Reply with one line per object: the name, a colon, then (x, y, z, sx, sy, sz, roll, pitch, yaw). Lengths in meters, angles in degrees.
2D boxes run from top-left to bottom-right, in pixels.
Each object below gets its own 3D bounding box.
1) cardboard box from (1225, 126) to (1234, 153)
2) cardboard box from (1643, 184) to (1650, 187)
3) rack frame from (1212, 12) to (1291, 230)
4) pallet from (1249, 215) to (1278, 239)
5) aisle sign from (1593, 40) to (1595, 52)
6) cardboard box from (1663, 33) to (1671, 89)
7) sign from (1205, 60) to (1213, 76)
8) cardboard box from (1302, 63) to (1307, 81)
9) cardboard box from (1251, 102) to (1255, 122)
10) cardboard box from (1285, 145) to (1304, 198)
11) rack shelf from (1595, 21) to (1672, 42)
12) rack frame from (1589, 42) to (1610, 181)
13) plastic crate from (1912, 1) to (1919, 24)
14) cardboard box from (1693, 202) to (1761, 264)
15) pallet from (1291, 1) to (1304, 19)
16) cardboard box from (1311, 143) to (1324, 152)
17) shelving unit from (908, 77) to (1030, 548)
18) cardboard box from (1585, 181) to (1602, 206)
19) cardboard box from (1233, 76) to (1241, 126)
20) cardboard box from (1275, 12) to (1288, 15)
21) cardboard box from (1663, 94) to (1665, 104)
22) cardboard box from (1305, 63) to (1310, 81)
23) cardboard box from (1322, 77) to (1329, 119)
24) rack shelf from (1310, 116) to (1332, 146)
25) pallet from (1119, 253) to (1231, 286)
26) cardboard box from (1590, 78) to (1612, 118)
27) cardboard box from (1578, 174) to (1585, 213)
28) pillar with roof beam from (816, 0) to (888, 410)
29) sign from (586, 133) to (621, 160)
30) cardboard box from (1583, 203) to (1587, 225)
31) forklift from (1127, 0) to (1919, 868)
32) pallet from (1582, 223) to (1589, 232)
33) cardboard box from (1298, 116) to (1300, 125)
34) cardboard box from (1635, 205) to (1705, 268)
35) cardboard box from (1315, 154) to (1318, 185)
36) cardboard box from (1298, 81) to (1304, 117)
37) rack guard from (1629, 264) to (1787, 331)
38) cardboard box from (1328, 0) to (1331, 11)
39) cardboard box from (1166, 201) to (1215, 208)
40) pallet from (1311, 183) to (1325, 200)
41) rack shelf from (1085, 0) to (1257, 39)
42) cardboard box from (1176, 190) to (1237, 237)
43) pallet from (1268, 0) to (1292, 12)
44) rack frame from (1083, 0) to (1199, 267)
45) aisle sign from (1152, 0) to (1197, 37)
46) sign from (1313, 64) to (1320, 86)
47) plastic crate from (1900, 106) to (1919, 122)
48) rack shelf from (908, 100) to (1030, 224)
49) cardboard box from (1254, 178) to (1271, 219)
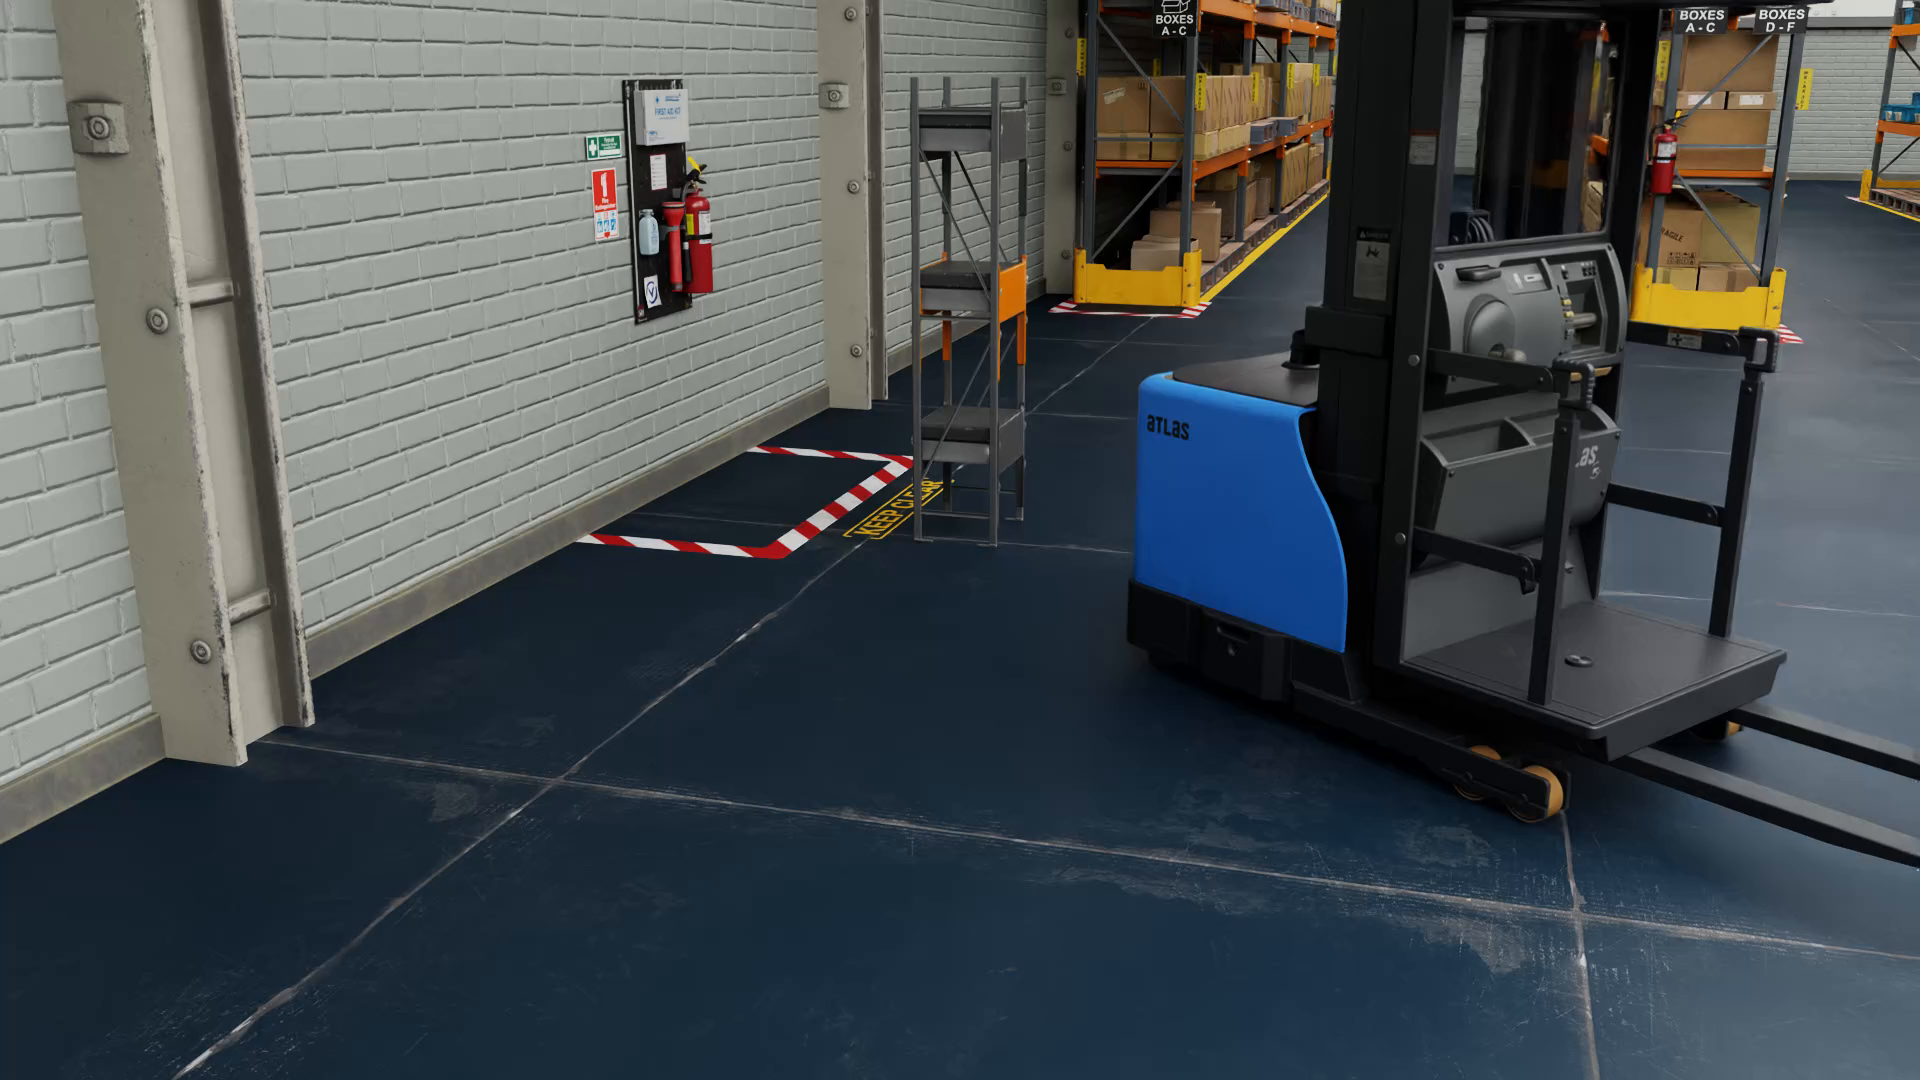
cardboard box: (2.523, -4.117, 17.087, 0.500, 0.250, 0.500, 5, 17, 16)
cardboard box: (7.105, -3.481, 17.501, 0.500, 0.500, 0.500, 5, 16, 16)
rack frame: (3.923, -5.768, 22.668, 1.000, 3.000, 0.127, 5, 16, 16)
pallet: (3.700, -4.222, 22.328, 1.003, 0.211, 1.213, 5, 16, 16)
aisle sign: (10.685, -8.769, 28.485, 0.394, 0.787, 0.004, 5, 16, 16)
cardboard box: (6.847, -4.369, 15.175, 0.700, 0.500, 0.500, 5, 16, 16)
sign: (3.390, -6.367, 22.659, 0.100, 0.325, 0.005, 5, 16, 16)
cardboard box: (4.873, -6.968, 24.758, 0.500, 0.250, 0.500, 5, 17, 17)
cardboard box: (3.129, -5.257, 19.879, 0.700, 0.500, 0.500, 6, 17, 22)
cardboard box: (4.750, -5.569, 25.138, 0.750, 0.750, 0.750, 5, 17, 18)
rack shelf: (9.242, -7.005, 22.851, 1.077, 0.370, 4.000, 5, 16, 16)
rack frame: (8.674, -5.385, 21.317, 1.000, 3.000, 0.127, 5, 16, 16)
plastic crate: (14.997, -8.128, 25.604, 0.504, 0.338, 0.767, 5, 16, 16)
cardboard box: (6.906, -2.786, 15.049, 0.500, 0.500, 0.500, 5, 16, 16)
pallet: (4.055, -7.293, 22.893, 1.213, 0.211, 1.003, 5, 17, 18)
cardboard box: (6.232, -6.934, 29.401, 0.380, 0.149, 0.250, 4, 16, 15)
shelving unit: (0.047, -1.053, 7.696, 0.431, 2.100, 0.503, 5, 16, 16)
cardboard box: (8.243, -4.420, 21.156, 0.500, 0.311, 0.500, 5, 17, 18)
cardboard box: (2.659, -4.610, 17.450, 0.500, 0.500, 0.500, 4, 16, 14)
cardboard box: (3.977, -6.969, 21.531, 0.500, 0.311, 0.500, 5, 16, 16)
cardboard box: (6.545, -3.968, 14.950, 0.380, 0.149, 0.250, 5, 17, 17)
cardboard box: (5.018, -7.101, 25.229, 0.500, 0.250, 0.500, 5, 17, 17)
cardboard box: (5.865, -7.680, 28.859, 0.980, 0.700, 0.700, 4, 16, 15)
rack shelf: (5.628, -6.992, 28.301, 1.077, 0.370, 4.000, 5, 16, 16)
pallet: (2.285, -2.881, 17.601, 1.003, 0.211, 1.213, 5, 16, 16)
cardboard box: (8.745, -5.809, 21.858, 0.700, 0.500, 0.500, -1, 16, -3)
cardboard box: (8.862, -4.792, 23.003, 0.500, 0.500, 0.500, 4, 16, 14)
pillar with roof beam: (3.442, -4.908, 8.642, 9.100, 9.000, 0.400, 5, 16, 16)
sign: (-1.671, -1.848, 7.811, 0.001, 0.109, 0.331, 5, 16, 16)
cardboard box: (8.243, -4.150, 21.233, 0.500, 0.250, 0.500, 5, 16, 16)
forklift: (1.918, -0.729, 5.029, 1.130, 2.935, 3.031, -12, 20, -36)
pallet: (8.402, -3.831, 20.949, 1.003, 0.211, 1.213, 5, 16, 16)
cardboard box: (4.917, -6.328, 25.067, 0.380, 0.149, 0.250, 5, 16, 16)
cardboard box: (6.267, -2.695, 14.730, 0.500, 0.500, 0.500, 5, 16, 16)
cardboard box: (5.809, -6.407, 28.733, 0.700, 0.500, 0.500, 4, 16, 14)
cardboard box: (4.747, -6.479, 24.410, 0.500, 0.500, 0.500, 5, 17, 17)
rack guard: (6.393, -2.083, 14.257, 1.175, 0.500, 0.348, 5, 16, 16)
cardboard box: (5.953, -8.997, 27.878, 0.500, 0.250, 0.500, 4, 16, 14)
cardboard box: (2.530, -3.456, 18.292, 0.500, 0.500, 0.500, 3, 16, 12)
pallet: (5.696, -5.986, 28.547, 1.003, 0.211, 1.213, 5, 16, 16)
rack shelf: (2.218, -5.295, 16.823, 1.077, 0.370, 4.000, 5, 16, 16)
cardboard box: (2.980, -3.925, 19.943, 0.700, 0.500, 0.500, 5, 17, 18)
pallet: (3.356, -6.499, 20.093, 1.213, 0.211, 1.003, 5, 16, 16)
rack frame: (1.650, -3.675, 15.289, 1.000, 3.000, 0.127, 5, 16, 16)
aisle sign: (1.917, -4.884, 14.786, 0.394, 0.787, 0.004, 5, 16, 16)
sign: (5.583, -7.294, 26.071, 0.100, 0.325, 0.005, 5, 16, 16)
plastic crate: (14.935, -6.658, 26.001, 0.416, 0.233, 0.300, 5, 16, 16)
rack shelf: (0.047, -1.714, 7.508, 0.431, 0.518, 0.480, 5, 16, 16)
cardboard box: (3.769, -4.585, 22.271, 0.700, 0.500, 0.500, 5, 17, 17)
